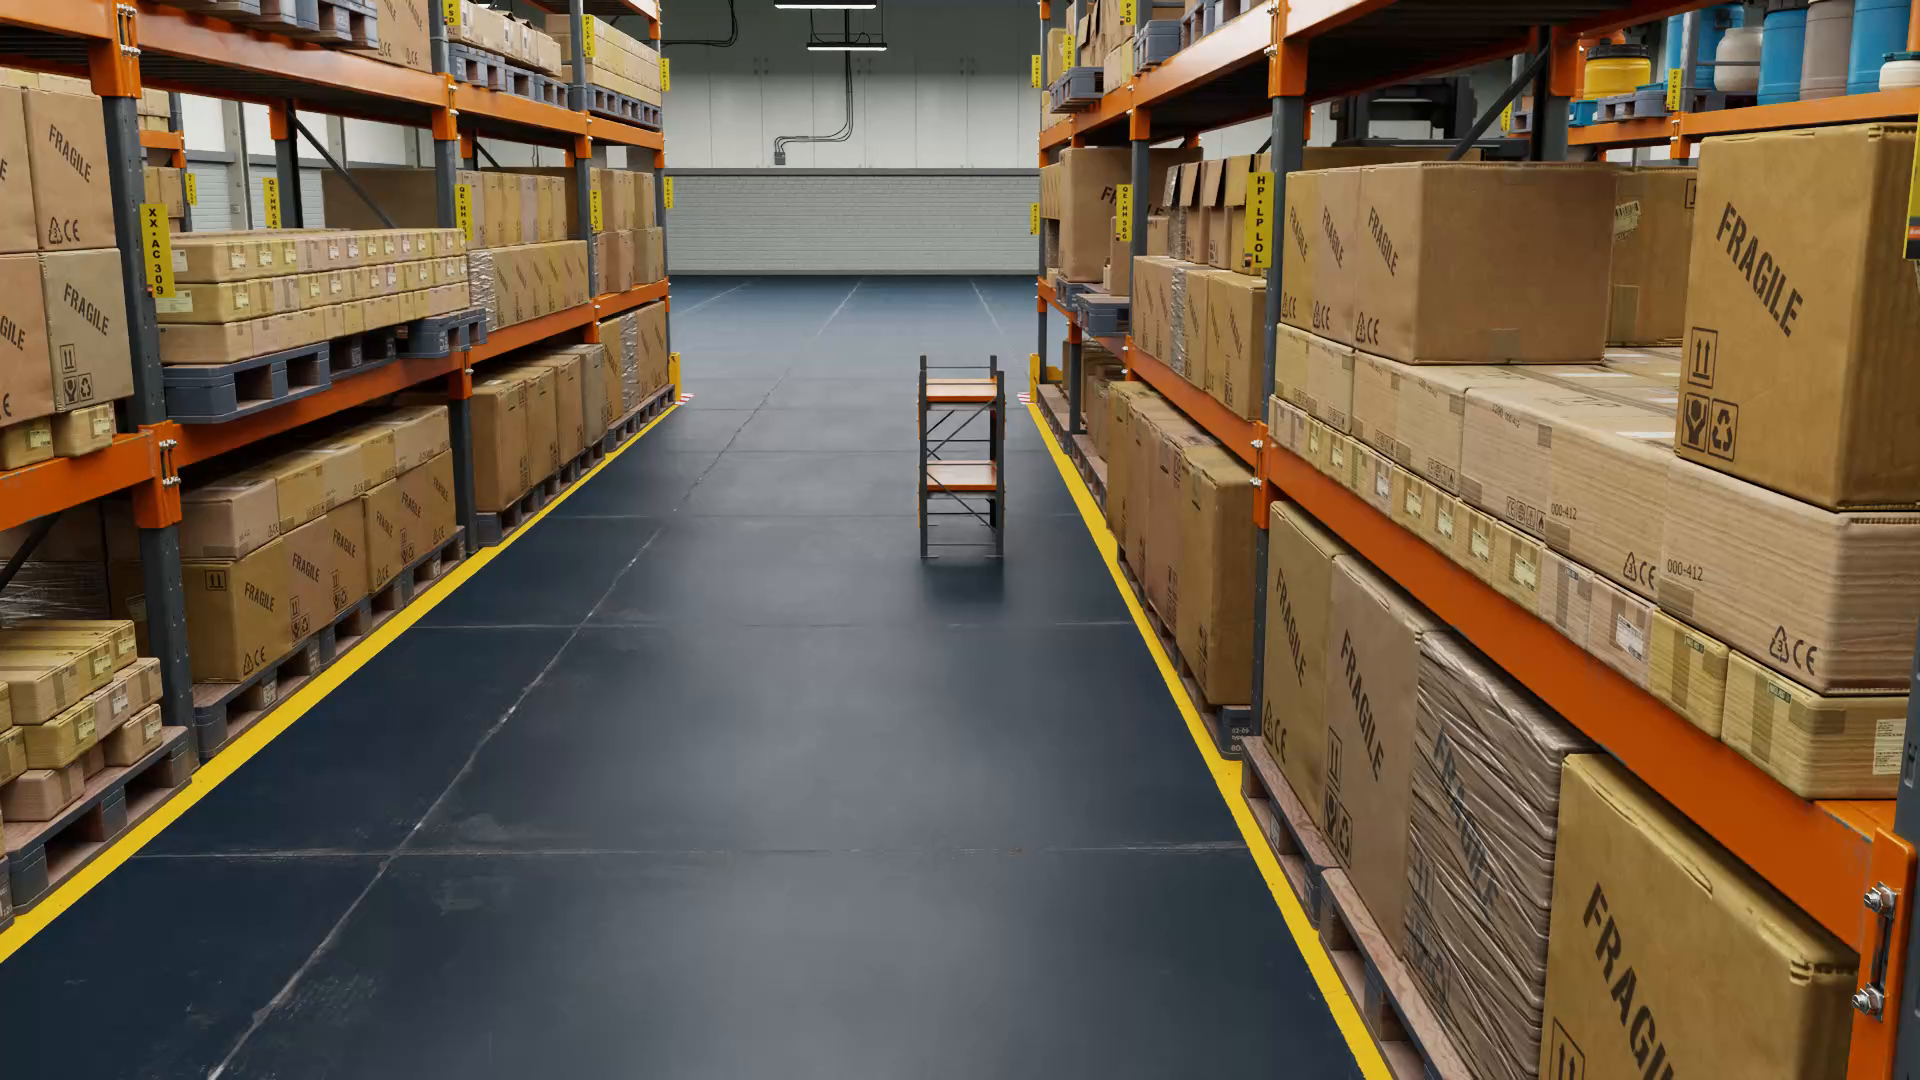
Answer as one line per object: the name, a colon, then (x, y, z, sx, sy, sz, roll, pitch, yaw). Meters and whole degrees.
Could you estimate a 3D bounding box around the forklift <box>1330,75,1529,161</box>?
forklift: (3.034, -1.599, 11.068, 1.130, 2.935, 3.031, 0, 11, -1)

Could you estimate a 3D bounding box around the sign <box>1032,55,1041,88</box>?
sign: (0.798, -4.872, 17.286, 0.100, 0.325, 0.005, 0, 11, -1)

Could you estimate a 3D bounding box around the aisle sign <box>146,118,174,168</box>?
aisle sign: (-8.278, -4.223, 17.290, 0.394, 0.787, 0.004, 0, 11, -1)

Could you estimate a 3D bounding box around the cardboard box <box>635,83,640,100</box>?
cardboard box: (-3.249, -4.260, 15.793, 0.380, 0.149, 0.250, 0, 11, -1)

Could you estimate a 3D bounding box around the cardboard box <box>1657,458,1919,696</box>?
cardboard box: (1.396, 0.037, 2.460, 0.500, 0.250, 0.500, 0, 11, -2)

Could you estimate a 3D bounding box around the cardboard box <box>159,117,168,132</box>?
cardboard box: (-8.280, -4.212, 16.865, 0.380, 0.149, 0.250, 0, 11, -1)

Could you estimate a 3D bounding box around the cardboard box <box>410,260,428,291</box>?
cardboard box: (-2.969, -1.362, 8.557, 0.380, 0.149, 0.250, 0, 11, -1)

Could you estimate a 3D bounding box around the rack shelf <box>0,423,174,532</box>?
rack shelf: (-3.331, 0.160, 4.035, 1.077, 0.370, 4.000, 0, 11, -1)

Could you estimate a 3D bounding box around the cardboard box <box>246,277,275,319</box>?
cardboard box: (-2.928, -0.950, 6.526, 0.380, 0.149, 0.250, 0, 11, -2)

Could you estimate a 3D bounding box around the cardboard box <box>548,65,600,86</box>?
cardboard box: (-3.205, -3.856, 13.801, 0.380, 0.149, 0.250, 0, 11, -2)

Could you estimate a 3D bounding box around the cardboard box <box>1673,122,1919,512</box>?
cardboard box: (1.399, -0.331, 2.388, 0.500, 0.500, 0.500, 0, 11, 0)

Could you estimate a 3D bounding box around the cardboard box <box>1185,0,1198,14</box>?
cardboard box: (1.591, -2.991, 8.898, 0.797, 0.503, 0.637, 0, 11, 2)

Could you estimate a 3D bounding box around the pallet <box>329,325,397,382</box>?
pallet: (-3.373, -0.898, 7.923, 1.003, 0.211, 1.213, 0, 11, -1)

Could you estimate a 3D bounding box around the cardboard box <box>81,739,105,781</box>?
cardboard box: (-3.102, 0.730, 5.532, 0.380, 0.149, 0.250, 0, 11, 0)

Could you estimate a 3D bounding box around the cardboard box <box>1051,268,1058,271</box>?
cardboard box: (1.110, -2.646, 16.689, 0.380, 0.149, 0.250, 0, 11, -1)

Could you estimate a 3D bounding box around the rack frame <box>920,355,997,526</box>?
rack frame: (-0.010, -0.651, 10.939, 0.500, 1.125, 0.032, 0, 11, -1)

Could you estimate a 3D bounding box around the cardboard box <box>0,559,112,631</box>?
cardboard box: (-3.639, 0.283, 6.850, 0.500, 0.500, 0.500, 0, 11, -2)

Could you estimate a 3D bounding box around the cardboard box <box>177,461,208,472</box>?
cardboard box: (-3.638, -0.188, 7.284, 0.500, 0.250, 0.500, 0, 11, 2)

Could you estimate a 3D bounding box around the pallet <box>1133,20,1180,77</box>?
pallet: (1.573, -2.635, 8.935, 1.213, 0.211, 1.003, 0, 11, 1)

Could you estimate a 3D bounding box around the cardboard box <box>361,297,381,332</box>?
cardboard box: (-2.955, -1.063, 7.828, 0.380, 0.149, 0.250, -1, 11, -4)

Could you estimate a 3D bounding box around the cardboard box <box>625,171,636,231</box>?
cardboard box: (-3.531, -3.179, 15.590, 0.875, 0.550, 0.500, 0, 11, -1)

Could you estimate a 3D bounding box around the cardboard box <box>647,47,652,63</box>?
cardboard box: (-3.265, -4.802, 16.458, 0.380, 0.149, 0.250, 0, 11, 0)

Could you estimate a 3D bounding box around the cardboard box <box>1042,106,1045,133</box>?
cardboard box: (1.092, -4.275, 16.922, 0.500, 0.250, 0.500, 0, 11, 1)

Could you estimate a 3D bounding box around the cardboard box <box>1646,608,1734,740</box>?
cardboard box: (1.328, 0.207, 2.627, 0.380, 0.149, 0.250, 0, 11, -1)

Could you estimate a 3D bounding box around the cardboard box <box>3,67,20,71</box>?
cardboard box: (-8.195, -4.046, 14.039, 0.380, 0.149, 0.250, -1, 11, -3)

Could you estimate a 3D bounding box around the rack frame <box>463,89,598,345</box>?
rack frame: (-3.537, -2.180, 13.762, 1.000, 3.000, 0.127, 0, 11, -1)

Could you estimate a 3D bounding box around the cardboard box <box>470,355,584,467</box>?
cardboard box: (-3.419, -0.969, 12.392, 1.050, 0.750, 0.750, 0, 11, -1)

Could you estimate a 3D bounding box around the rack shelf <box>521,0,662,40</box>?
rack shelf: (-3.579, -4.969, 15.237, 1.077, 0.370, 4.000, 0, 11, -1)

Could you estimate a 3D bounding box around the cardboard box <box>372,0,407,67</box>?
cardboard box: (-3.166, -2.692, 8.491, 0.500, 0.500, 0.500, 0, 11, -1)

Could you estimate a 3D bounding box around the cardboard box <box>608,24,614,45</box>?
cardboard box: (-3.222, -4.398, 14.468, 0.380, 0.149, 0.250, 0, 11, -2)

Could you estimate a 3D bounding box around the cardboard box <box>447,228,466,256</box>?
cardboard box: (-2.986, -1.664, 9.296, 0.380, 0.149, 0.250, -1, 11, -3)

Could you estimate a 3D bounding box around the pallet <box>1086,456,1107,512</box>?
pallet: (1.469, -0.416, 12.080, 1.003, 0.211, 1.213, 0, 11, -1)

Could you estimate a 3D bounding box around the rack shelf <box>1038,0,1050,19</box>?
rack shelf: (1.382, -5.164, 15.198, 1.077, 0.370, 4.000, 0, 11, -1)

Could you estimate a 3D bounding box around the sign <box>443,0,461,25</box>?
sign: (-2.912, -3.110, 9.502, 0.100, 0.325, 0.005, 0, 11, -1)

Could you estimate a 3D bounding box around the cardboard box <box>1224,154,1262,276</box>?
cardboard box: (1.565, -1.394, 7.114, 0.797, 0.503, 0.637, 0, 11, -1)

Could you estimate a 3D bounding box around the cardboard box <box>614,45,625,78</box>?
cardboard box: (-3.291, -4.276, 14.871, 0.500, 0.250, 0.500, 0, 11, -2)

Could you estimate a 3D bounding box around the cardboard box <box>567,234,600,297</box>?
cardboard box: (-3.557, -2.327, 14.108, 0.875, 0.550, 0.550, 0, 11, -1)

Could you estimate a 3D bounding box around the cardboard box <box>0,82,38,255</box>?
cardboard box: (-3.076, -1.080, 4.823, 0.500, 0.500, 0.500, -1, 11, -3)

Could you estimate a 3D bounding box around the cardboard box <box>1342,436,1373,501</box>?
cardboard box: (1.287, -0.199, 4.630, 0.380, 0.149, 0.250, 0, 11, -2)

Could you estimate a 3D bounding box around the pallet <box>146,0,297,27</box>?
pallet: (-3.278, -2.091, 6.251, 1.213, 0.211, 1.003, 0, 11, -1)

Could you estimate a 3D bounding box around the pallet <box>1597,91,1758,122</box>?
pallet: (6.263, -3.722, 14.289, 1.213, 0.211, 1.003, 0, 11, -1)

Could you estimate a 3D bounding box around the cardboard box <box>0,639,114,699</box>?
cardboard box: (-3.060, 0.430, 5.513, 0.380, 0.149, 0.250, 0, 11, 0)

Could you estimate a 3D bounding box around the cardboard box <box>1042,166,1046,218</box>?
cardboard box: (1.083, -3.451, 16.509, 0.500, 0.500, 0.500, 0, 11, -1)

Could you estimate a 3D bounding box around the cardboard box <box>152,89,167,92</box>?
cardboard box: (-8.265, -4.607, 16.804, 0.380, 0.149, 0.250, 0, 11, -1)

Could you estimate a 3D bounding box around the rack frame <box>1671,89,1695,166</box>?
rack frame: (6.375, -2.201, 13.864, 1.000, 3.000, 0.127, 0, 11, -1)

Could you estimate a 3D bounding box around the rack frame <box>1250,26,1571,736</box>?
rack frame: (1.589, -0.590, 5.925, 1.000, 3.000, 0.127, 0, 11, -1)

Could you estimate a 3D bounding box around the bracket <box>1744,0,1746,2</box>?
bracket: (16.342, -11.265, 34.397, 0.235, 0.232, 0.430, 0, 11, -1)

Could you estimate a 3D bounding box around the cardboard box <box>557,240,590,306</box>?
cardboard box: (-3.259, -2.127, 13.246, 0.500, 0.500, 0.500, 0, 11, -1)

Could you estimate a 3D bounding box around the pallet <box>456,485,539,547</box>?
pallet: (-3.396, -0.176, 10.894, 1.003, 0.211, 1.213, 0, 11, -1)

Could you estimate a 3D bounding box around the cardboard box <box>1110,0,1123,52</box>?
cardboard box: (1.225, -3.345, 10.451, 0.500, 0.500, 0.500, 0, 11, -1)

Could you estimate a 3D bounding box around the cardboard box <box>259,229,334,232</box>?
cardboard box: (-3.631, -1.613, 9.047, 0.380, 0.149, 0.250, -1, 11, -3)

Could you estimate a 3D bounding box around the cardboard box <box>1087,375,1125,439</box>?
cardboard box: (1.415, -1.049, 13.366, 0.700, 0.500, 0.500, -1, 12, -6)

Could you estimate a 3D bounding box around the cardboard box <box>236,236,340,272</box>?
cardboard box: (-2.944, -1.251, 7.263, 0.380, 0.149, 0.250, 0, 11, -2)

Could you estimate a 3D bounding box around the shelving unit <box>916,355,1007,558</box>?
shelving unit: (0.000, -0.550, 10.441, 0.538, 1.125, 1.048, 0, 11, -1)

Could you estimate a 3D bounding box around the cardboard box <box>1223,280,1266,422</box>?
cardboard box: (1.306, -0.731, 6.368, 0.500, 0.500, 0.500, 0, 11, -1)

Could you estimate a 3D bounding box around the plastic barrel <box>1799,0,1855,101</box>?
plastic barrel: (6.616, -3.687, 12.381, 0.600, 0.901, 0.600, 0, 11, 0)
